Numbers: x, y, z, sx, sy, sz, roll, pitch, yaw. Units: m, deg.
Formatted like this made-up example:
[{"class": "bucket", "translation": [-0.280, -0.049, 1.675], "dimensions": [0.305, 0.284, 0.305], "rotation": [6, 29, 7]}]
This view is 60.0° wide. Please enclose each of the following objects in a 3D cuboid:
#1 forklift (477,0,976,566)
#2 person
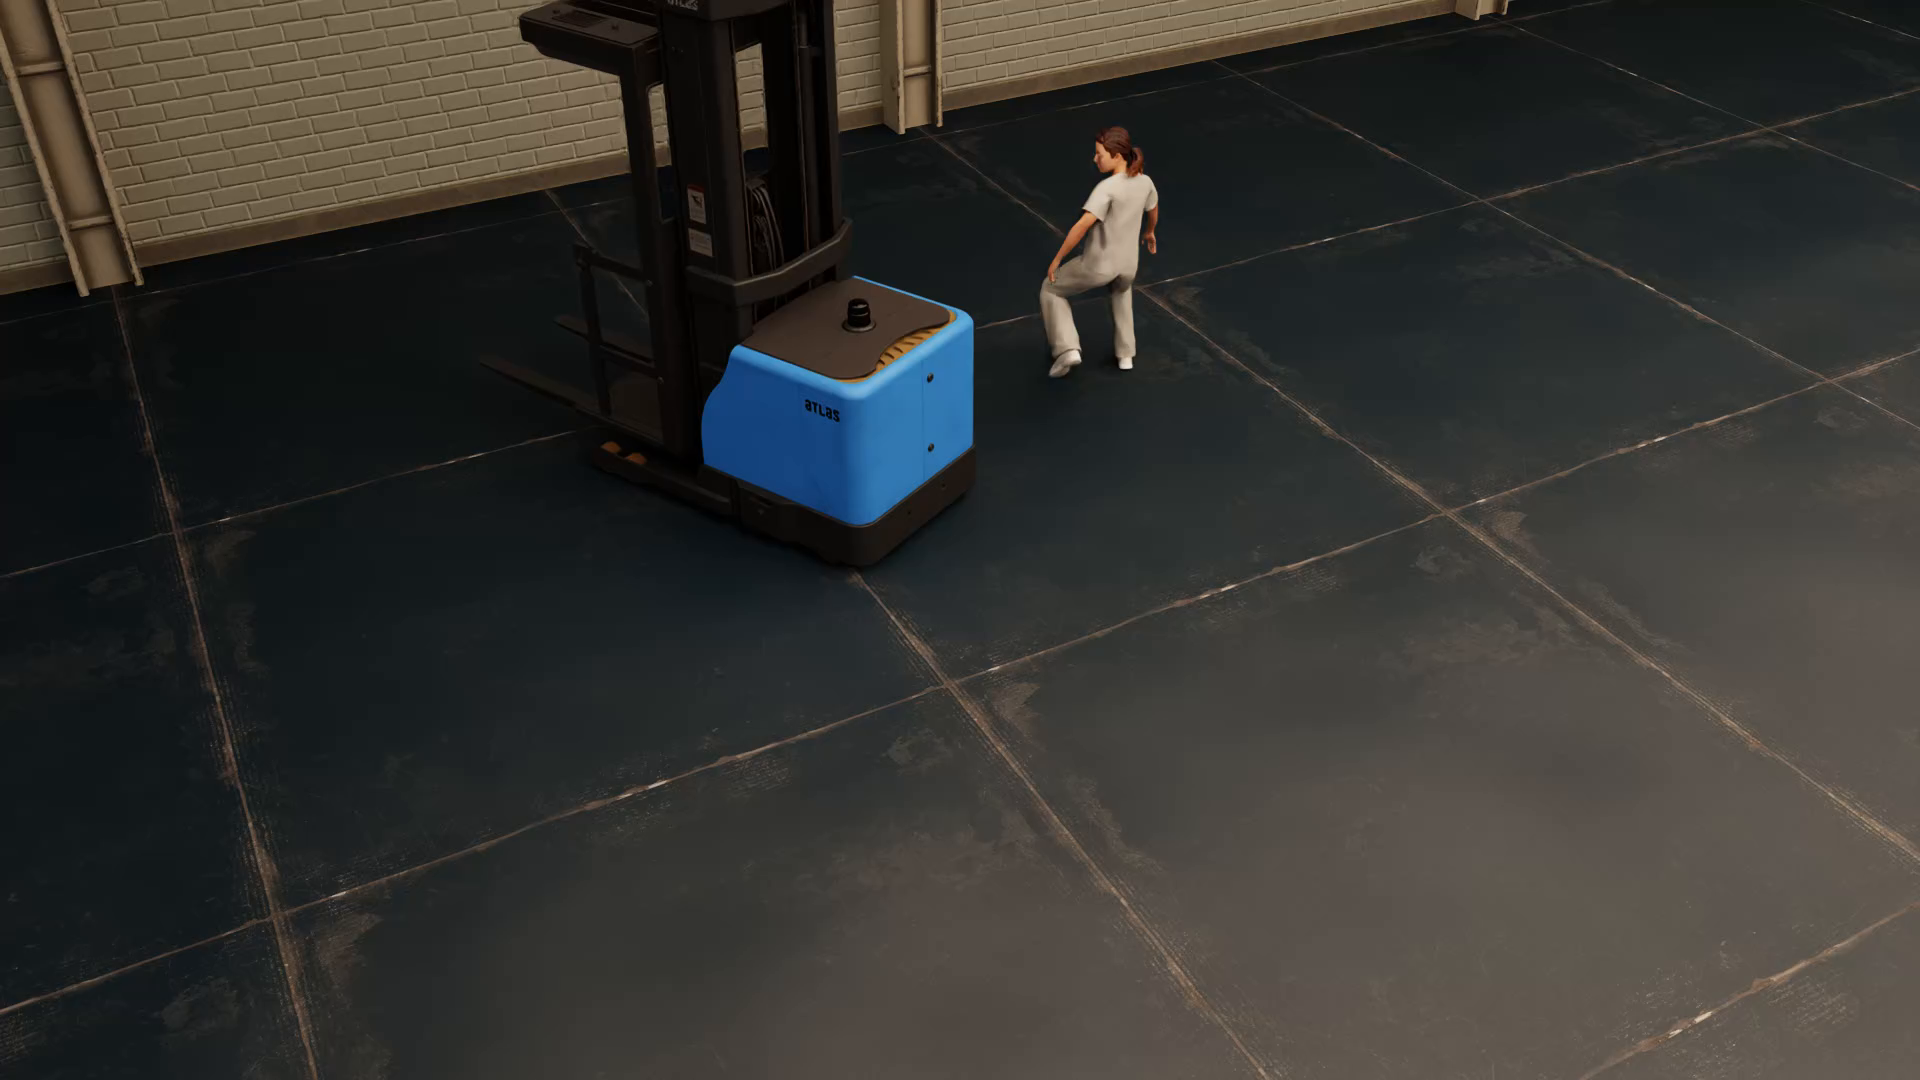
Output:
[{"class": "forklift", "translation": [-1.415, -1.732, 8.574], "dimensions": [3.031, 2.935, 1.130], "rotation": [22, 41, 28]}, {"class": "person", "translation": [0.843, -1.656, 9.696], "dimensions": [0.878, 1.561, 0.496], "rotation": [-17, 38, -22]}]
